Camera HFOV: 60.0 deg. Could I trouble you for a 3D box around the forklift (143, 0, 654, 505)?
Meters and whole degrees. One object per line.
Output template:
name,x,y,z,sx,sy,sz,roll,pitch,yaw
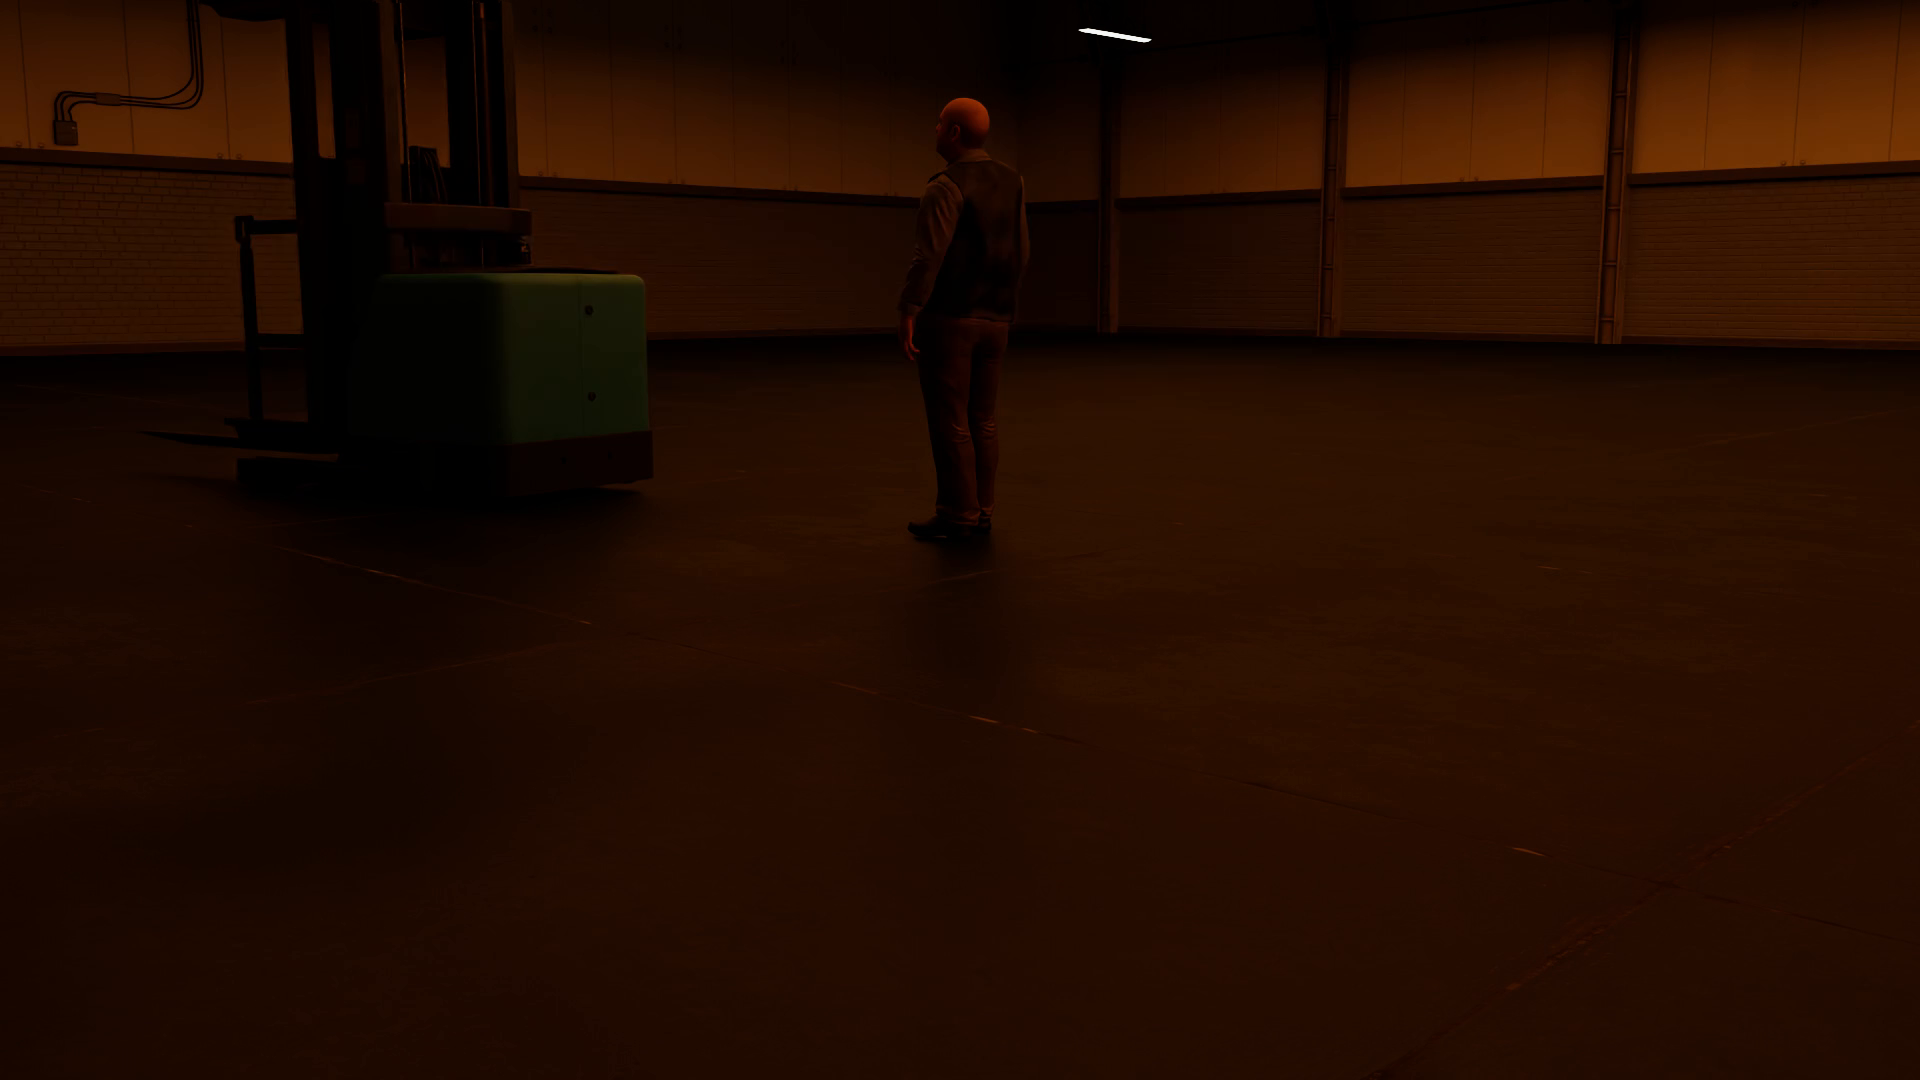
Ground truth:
forklift,-3.052,-1.748,8.481,3.031,2.935,1.130,5,10,32

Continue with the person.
person,-0.039,-0.866,6.636,0.568,1.720,0.632,8,12,43
